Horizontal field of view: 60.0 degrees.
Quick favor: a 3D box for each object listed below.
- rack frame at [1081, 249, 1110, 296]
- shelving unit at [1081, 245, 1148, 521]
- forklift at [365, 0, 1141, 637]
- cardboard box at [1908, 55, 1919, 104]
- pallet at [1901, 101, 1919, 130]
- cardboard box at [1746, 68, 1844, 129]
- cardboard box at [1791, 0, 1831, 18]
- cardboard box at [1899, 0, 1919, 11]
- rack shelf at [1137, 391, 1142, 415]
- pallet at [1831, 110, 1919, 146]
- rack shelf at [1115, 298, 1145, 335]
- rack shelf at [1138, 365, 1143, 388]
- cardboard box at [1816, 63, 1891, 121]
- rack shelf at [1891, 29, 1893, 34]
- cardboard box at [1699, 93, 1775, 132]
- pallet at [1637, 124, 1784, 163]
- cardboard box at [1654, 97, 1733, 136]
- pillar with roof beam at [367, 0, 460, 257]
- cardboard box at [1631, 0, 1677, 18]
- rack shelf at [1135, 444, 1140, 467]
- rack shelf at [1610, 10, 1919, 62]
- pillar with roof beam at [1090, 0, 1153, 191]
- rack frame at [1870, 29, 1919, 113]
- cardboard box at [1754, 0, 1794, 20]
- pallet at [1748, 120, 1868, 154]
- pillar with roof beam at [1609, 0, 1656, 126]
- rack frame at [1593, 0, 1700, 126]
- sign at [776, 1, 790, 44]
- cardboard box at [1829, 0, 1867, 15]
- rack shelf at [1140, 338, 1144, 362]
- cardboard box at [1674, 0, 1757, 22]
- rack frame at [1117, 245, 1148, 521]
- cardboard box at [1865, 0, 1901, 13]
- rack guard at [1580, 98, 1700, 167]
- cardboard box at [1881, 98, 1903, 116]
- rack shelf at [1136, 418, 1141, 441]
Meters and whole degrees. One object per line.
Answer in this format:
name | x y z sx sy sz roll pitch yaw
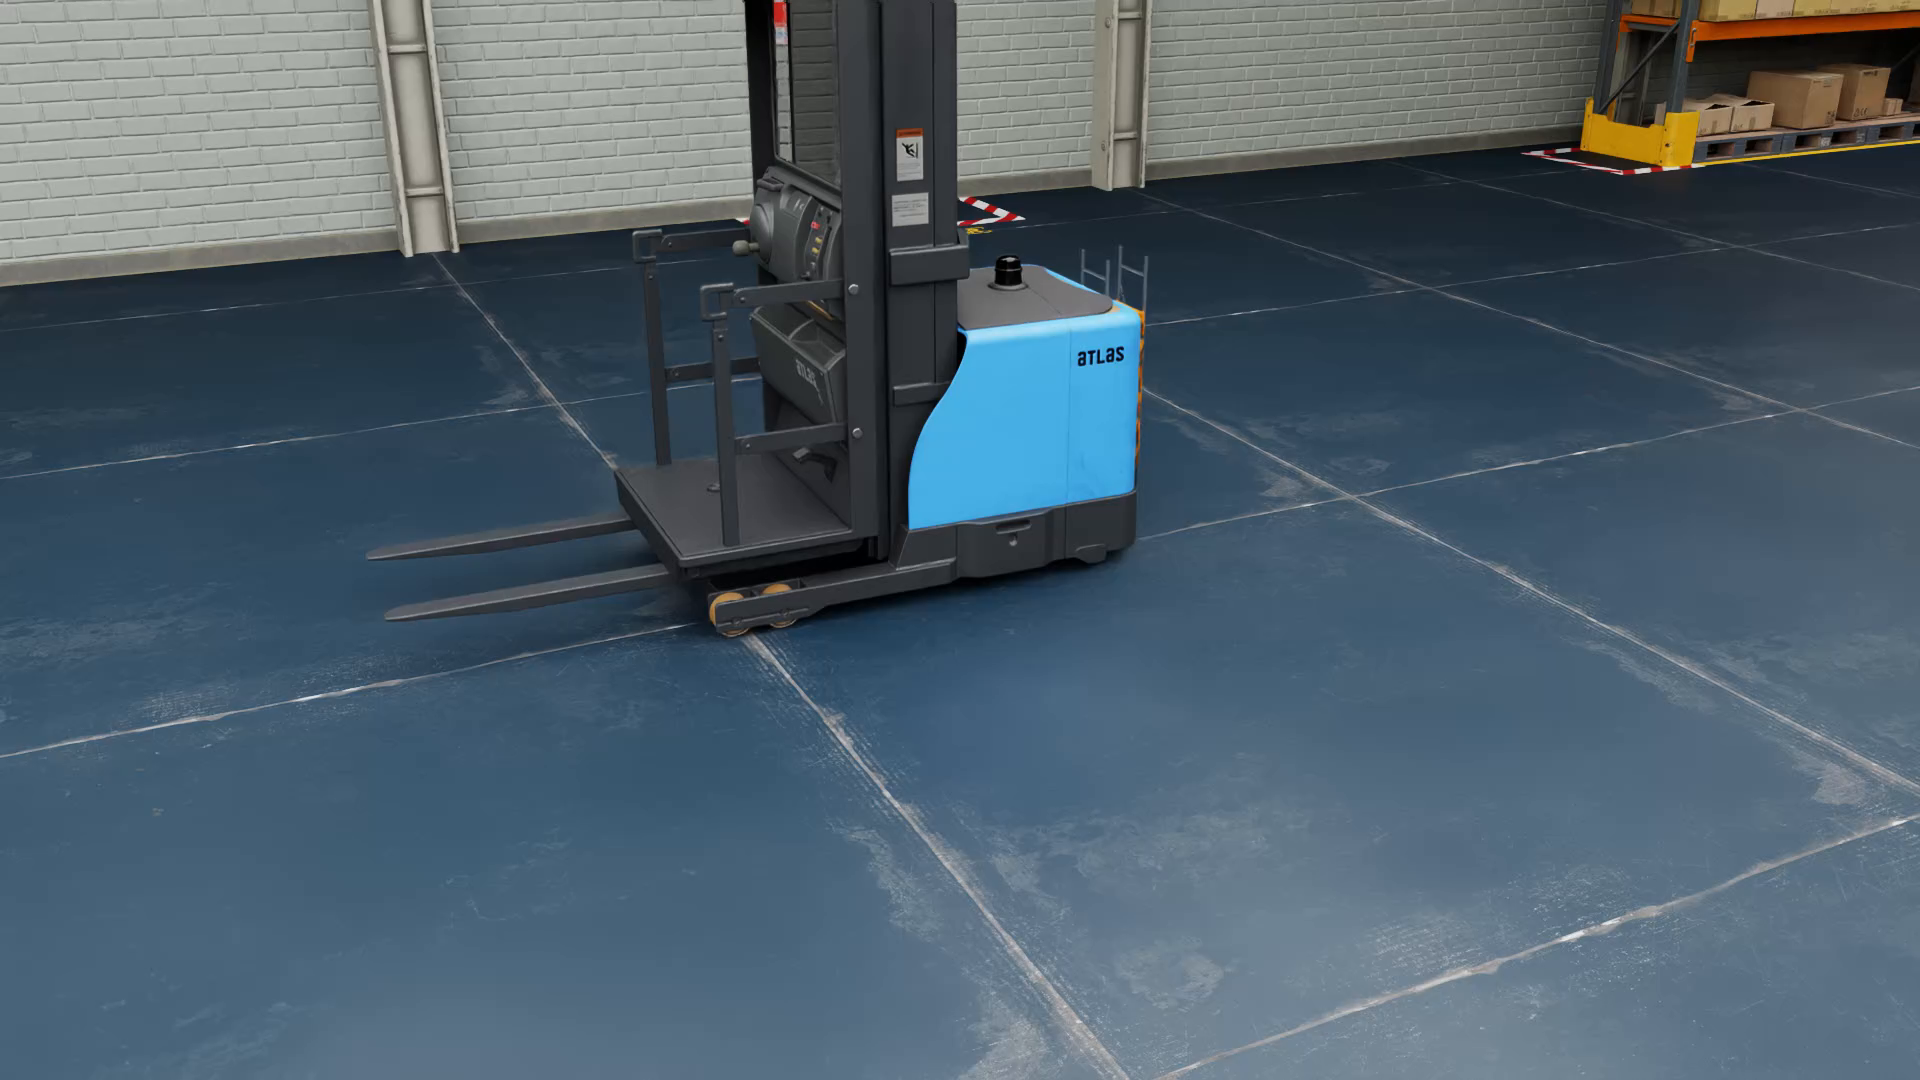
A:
rack frame | 0.572 -0.650 7.251 0.006 1.200 0.240 -10 24 -22
shelving unit | 0.655 -0.664 7.285 0.189 1.200 0.258 -10 24 -22
forklift | -0.819 -1.214 6.352 3.031 2.935 1.130 -10 24 -22
cardboard box | 10.824 -4.982 18.058 0.500 0.500 0.700 -10 24 -22
pallet | 10.868 -4.647 18.201 1.213 0.211 1.003 -10 25 -24
cardboard box | 8.422 -4.474 16.829 0.500 0.500 0.700 -12 25 -27
cardboard box | 8.064 -5.228 16.127 0.500 0.250 0.500 -11 25 -24
cardboard box | 9.420 -5.483 16.745 0.500 0.250 0.500 -10 25 -23
rack shelf | 0.655 -0.623 7.302 0.180 0.103 0.258 -10 24 -22
pallet | 9.578 -4.394 17.590 1.213 0.211 1.003 -10 25 -24
rack shelf | 0.655 -0.955 7.164 0.180 0.103 0.258 -10 24 -22
rack shelf | 0.655 -0.734 7.256 0.180 0.103 0.258 -10 24 -22
cardboard box | 9.250 -4.669 17.299 0.500 0.500 0.500 -12 26 -28
rack shelf | 11.970 -5.806 18.294 4.000 0.370 1.077 -10 25 -24
cardboard box | 7.739 -4.282 16.613 0.500 0.311 0.500 -8 24 -19
pallet | 7.379 -3.989 16.612 1.213 0.211 1.003 -10 25 -24
cardboard box | 7.226 -4.187 16.384 0.500 0.311 0.500 -14 26 -30
pillar with roof beam | -2.127 -4.855 7.212 0.400 9.000 9.100 -10 25 -24
cardboard box | 6.900 -5.227 16.125 0.500 0.250 0.500 -10 25 -23
rack shelf | 0.655 -0.401 7.394 0.180 0.103 0.258 -10 24 -22
rack shelf | 8.365 -5.142 16.691 4.000 0.370 1.077 -10 25 -24
pillar with roof beam | 3.280 -5.850 9.617 0.400 9.000 9.100 -10 25 -24
rack frame | 10.168 -5.806 17.355 0.127 3.000 1.000 -10 25 -24
cardboard box | 7.602 -5.145 15.928 0.500 0.250 0.500 -11 25 -25
pallet | 8.477 -4.190 17.097 1.213 0.211 1.003 -10 25 -24
pillar with roof beam | 8.686 -6.845 12.021 0.400 9.000 9.100 -10 25 -24
rack frame | 6.563 -5.143 15.752 0.127 3.000 1.000 -10 25 -24
sign | -1.374 -4.125 13.247 0.234 0.329 0.001 -10 25 -24
cardboard box | 8.520 -5.311 16.328 0.500 0.250 0.500 -10 25 -23
rack shelf | 0.655 -0.845 7.210 0.180 0.103 0.258 -10 24 -22
cardboard box | 7.141 -5.054 15.708 0.500 0.250 0.500 -11 25 -25
rack frame | 0.739 -0.678 7.320 0.006 1.200 0.240 -10 24 -22
cardboard box | 8.973 -5.395 16.530 0.500 0.250 0.500 -11 25 -24
rack guard | 6.632 -4.000 16.260 0.348 0.500 1.175 -10 25 -24
cardboard box | 9.698 -4.601 17.573 0.250 0.166 0.380 -14 26 -30
rack shelf | 0.655 -0.512 7.348 0.180 0.103 0.258 -10 24 -22
